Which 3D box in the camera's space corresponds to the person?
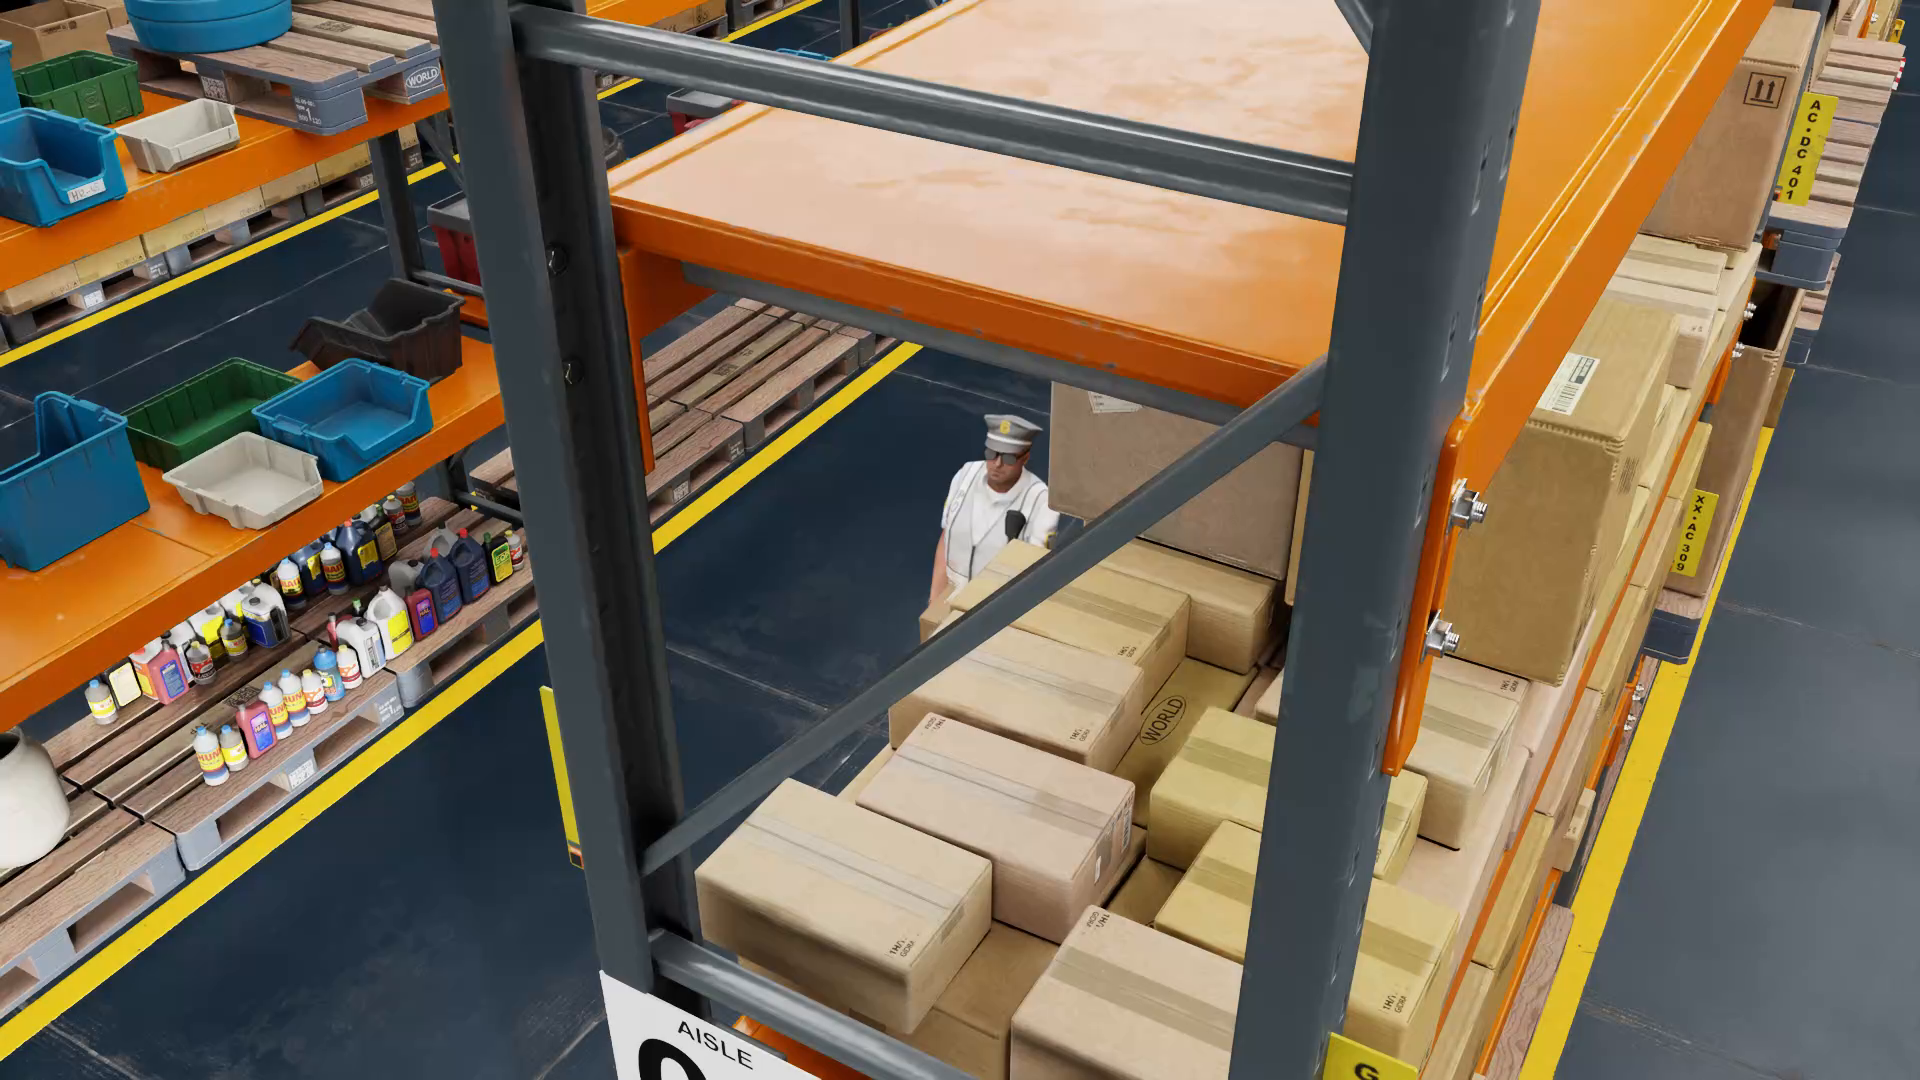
[{"bbox_3d":[0.107,0.294,6.924,0.538,1.786,0.538,18,38,24],"label":"person"}]
